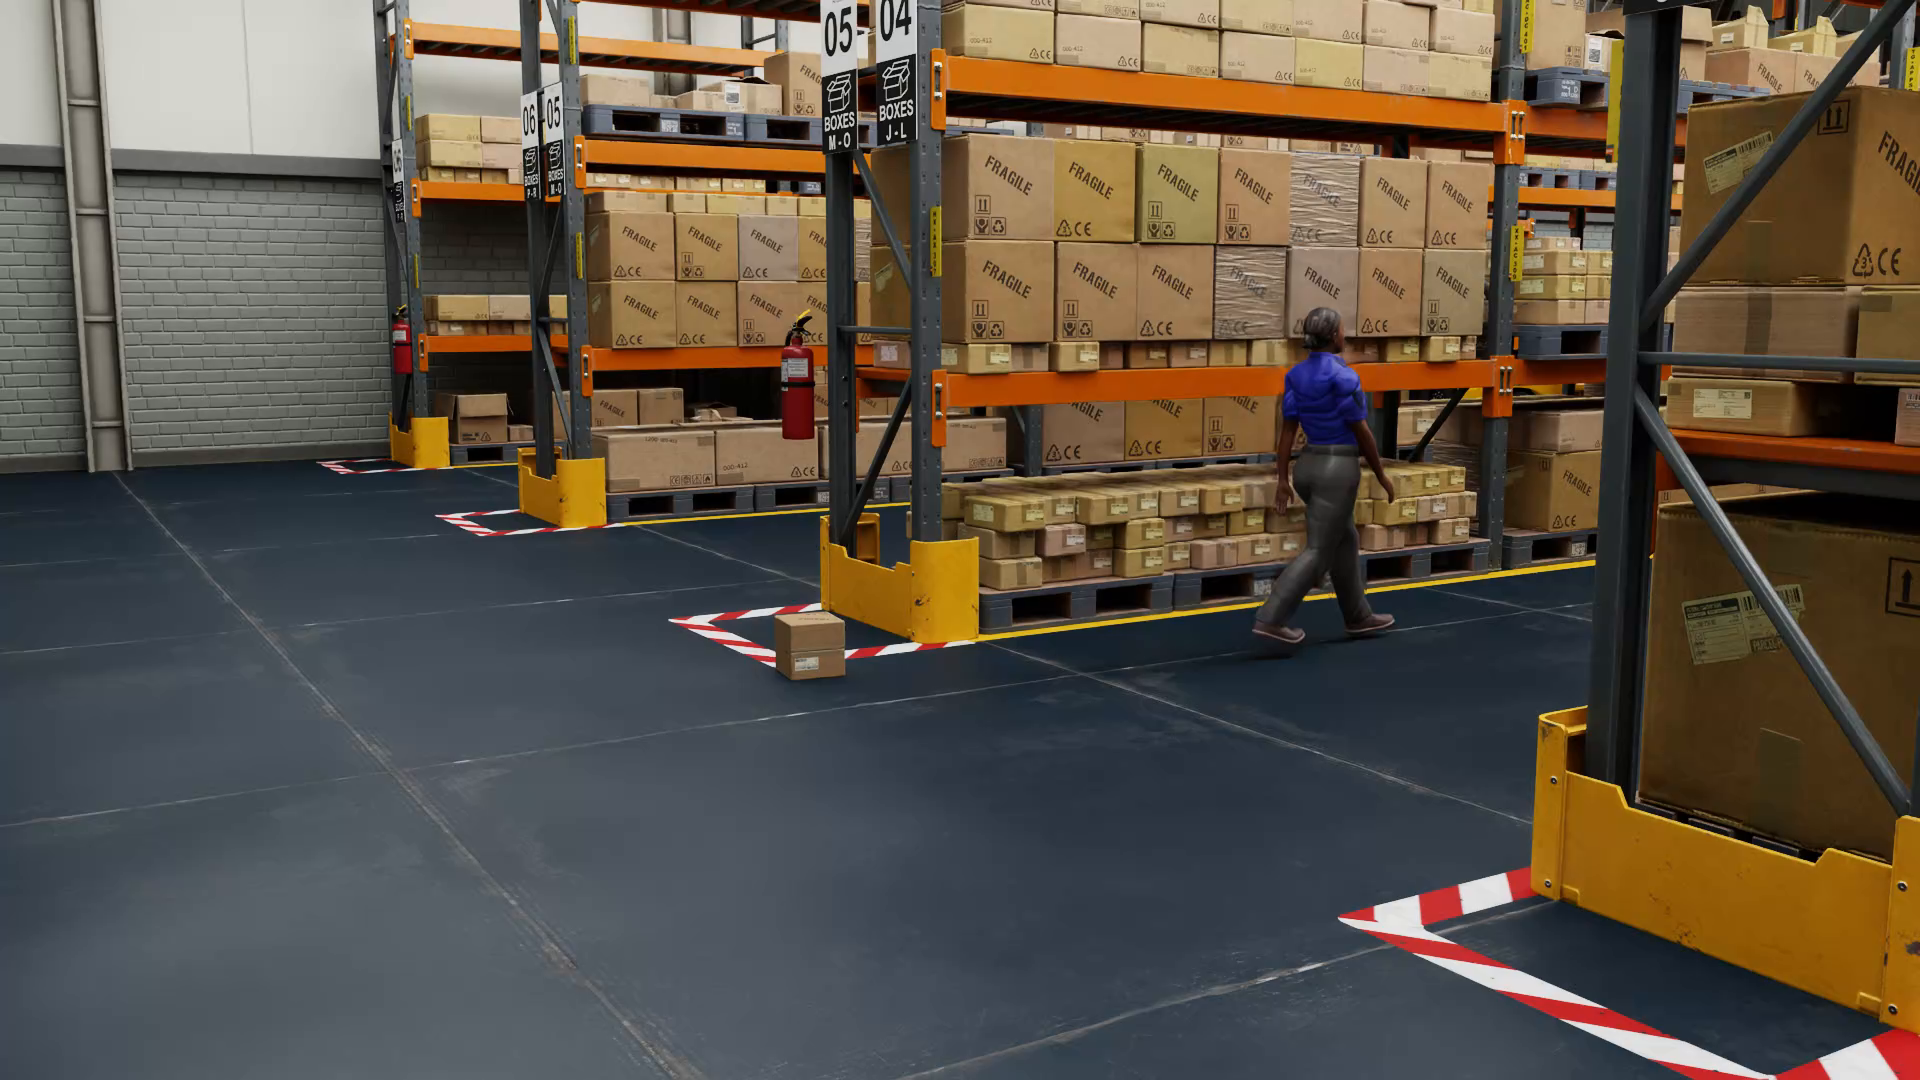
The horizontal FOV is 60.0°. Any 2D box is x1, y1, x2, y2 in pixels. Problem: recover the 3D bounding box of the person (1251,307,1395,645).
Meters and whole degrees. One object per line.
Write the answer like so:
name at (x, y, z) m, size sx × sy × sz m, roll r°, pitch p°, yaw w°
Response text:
person at (1.773, -0.301, 7.915) m, size 0.979 × 1.601 × 0.443 m, roll -4°, pitch 9°, yaw -26°
